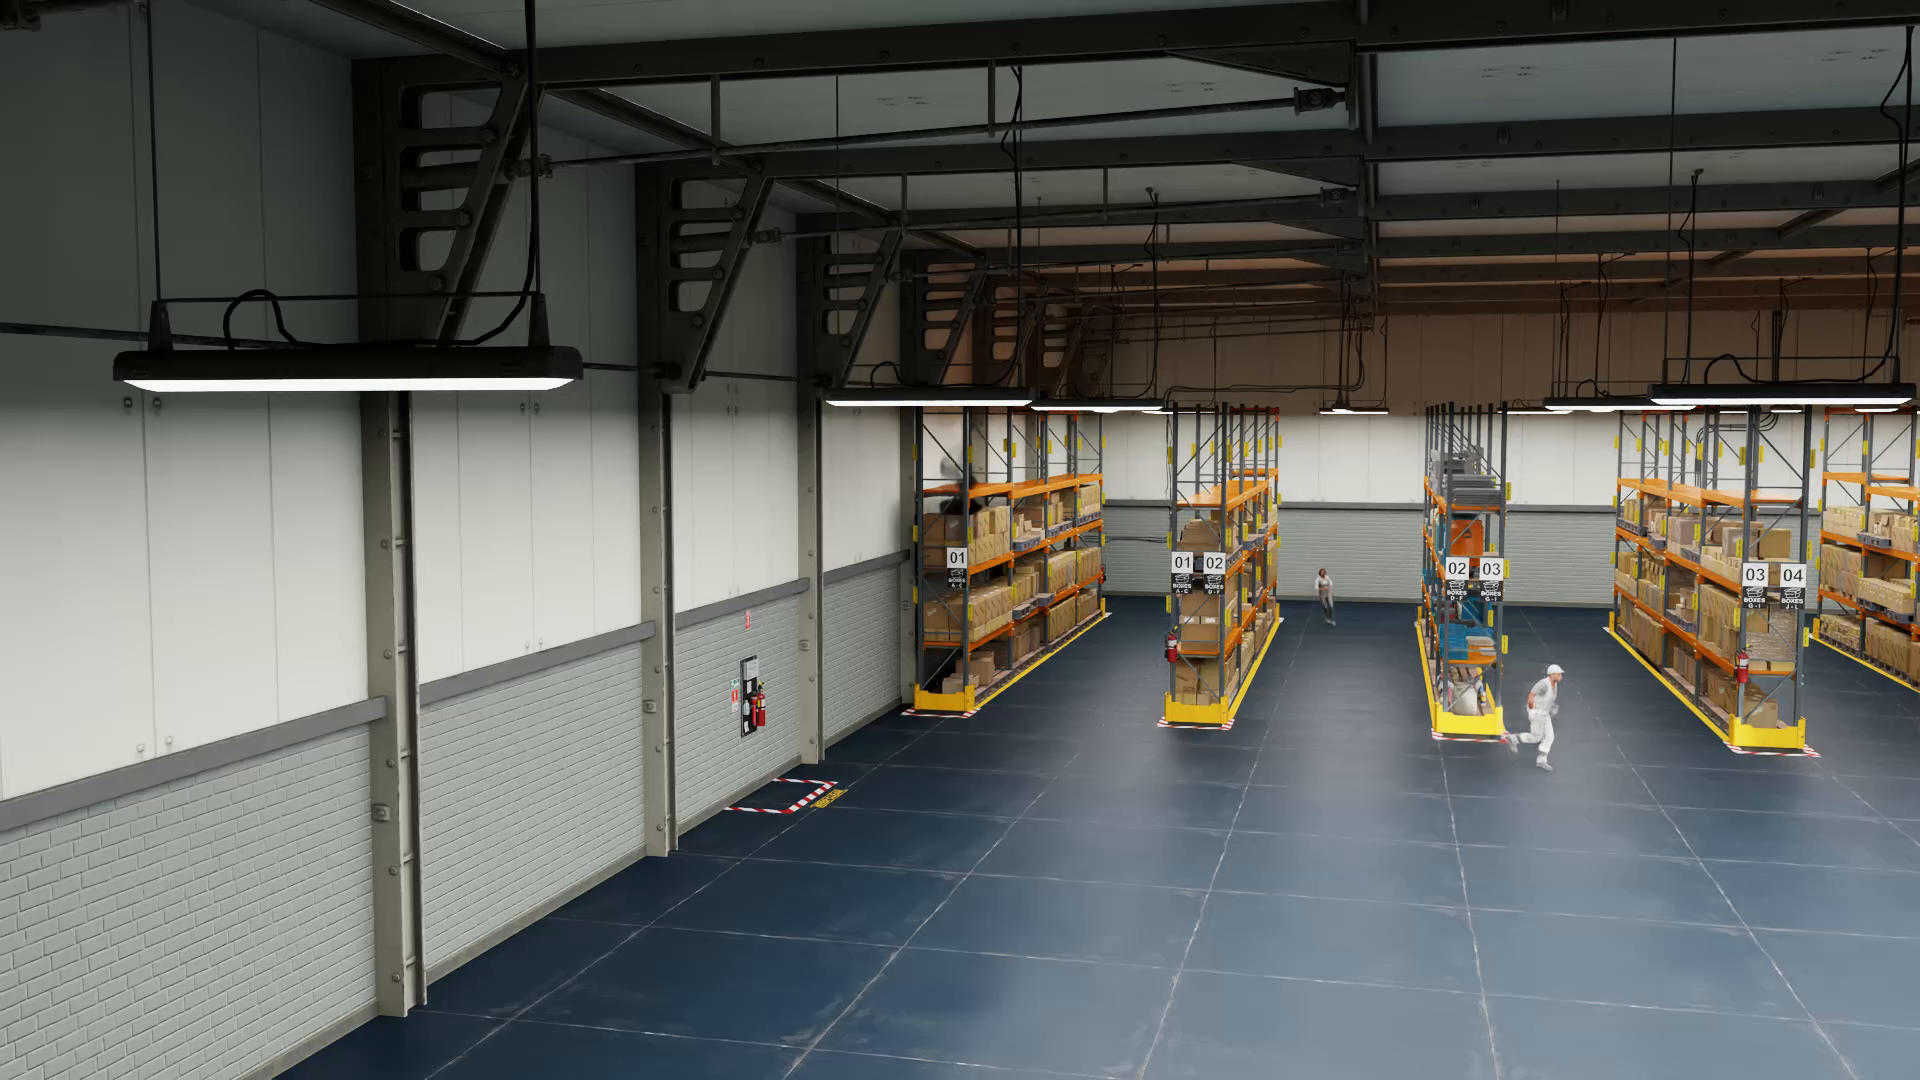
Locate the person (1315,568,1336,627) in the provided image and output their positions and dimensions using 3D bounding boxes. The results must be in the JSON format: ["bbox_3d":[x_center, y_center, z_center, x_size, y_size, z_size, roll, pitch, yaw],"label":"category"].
[{"bbox_3d":[10.022,1.588,45.763,0.590,1.601,0.649,0,4,-1],"label":"person"}]

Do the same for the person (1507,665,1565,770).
[{"bbox_3d":[9.452,2.873,27.286,0.918,1.723,0.659,3,5,40],"label":"person"}]

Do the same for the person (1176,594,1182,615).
[{"bbox_3d":[5.842,1.685,42.918,0.642,1.693,0.869,1,4,17],"label":"person"}]
